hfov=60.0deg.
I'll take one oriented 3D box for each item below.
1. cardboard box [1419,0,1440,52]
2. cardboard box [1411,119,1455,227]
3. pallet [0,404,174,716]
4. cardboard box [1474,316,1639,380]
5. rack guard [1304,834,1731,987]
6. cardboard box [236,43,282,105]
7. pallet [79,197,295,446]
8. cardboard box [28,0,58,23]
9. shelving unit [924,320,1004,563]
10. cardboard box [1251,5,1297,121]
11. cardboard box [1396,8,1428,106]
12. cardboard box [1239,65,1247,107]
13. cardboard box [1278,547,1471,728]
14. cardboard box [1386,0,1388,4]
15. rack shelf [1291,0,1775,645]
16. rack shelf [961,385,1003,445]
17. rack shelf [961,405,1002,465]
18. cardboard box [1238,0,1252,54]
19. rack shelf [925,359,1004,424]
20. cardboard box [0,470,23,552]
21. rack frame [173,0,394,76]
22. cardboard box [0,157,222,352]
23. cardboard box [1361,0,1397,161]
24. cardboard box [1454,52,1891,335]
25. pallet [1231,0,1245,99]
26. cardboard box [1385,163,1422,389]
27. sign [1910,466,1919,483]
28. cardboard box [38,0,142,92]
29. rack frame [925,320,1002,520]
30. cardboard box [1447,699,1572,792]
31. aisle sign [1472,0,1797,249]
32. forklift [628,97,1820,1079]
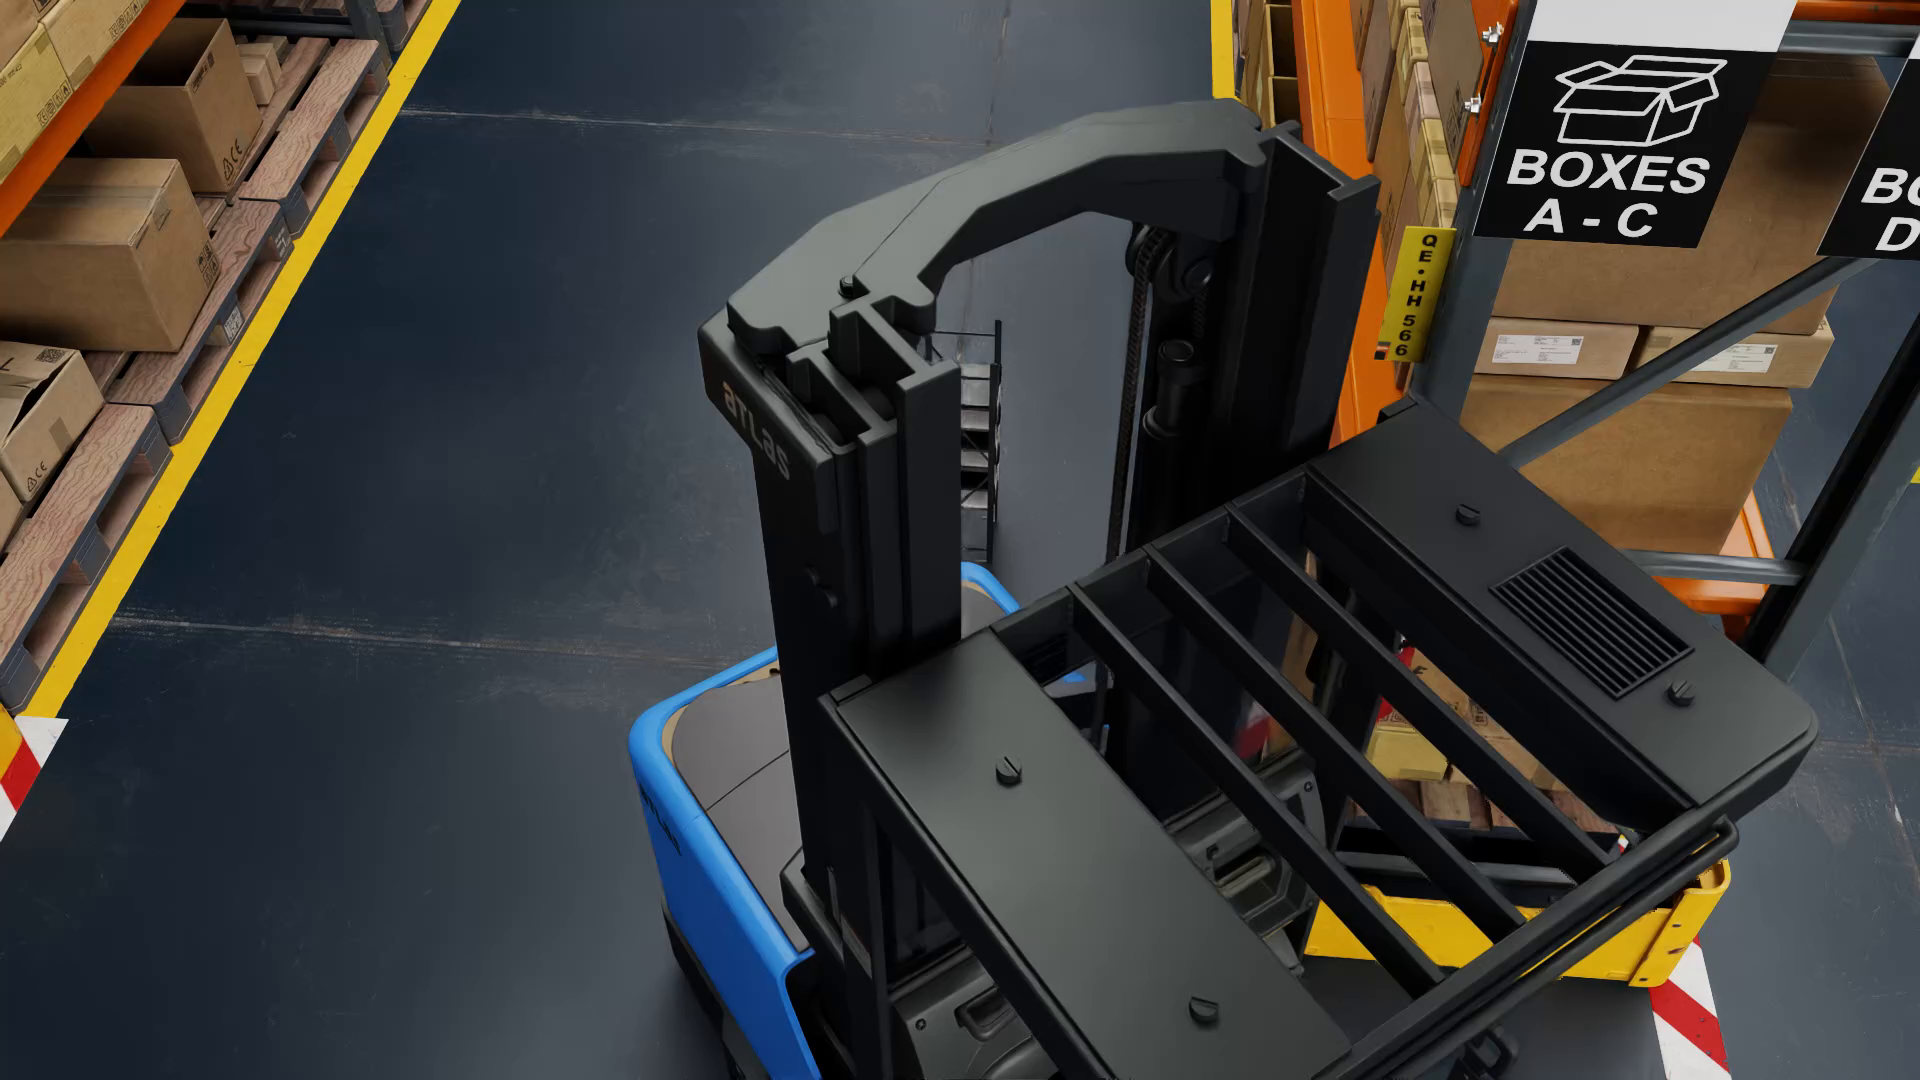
[{"bbox_3d":[1.563,-1.560,4.197,0.700,0.500,0.500,4,48,4],"label":"cardboard box"},{"bbox_3d":[1.306,-0.877,4.012,0.380,0.149,0.250,3,48,3],"label":"cardboard box"},{"bbox_3d":[-3.402,0.010,5.598,1.003,0.211,1.213,4,48,4],"label":"pallet"},{"bbox_3d":[1.260,-0.497,3.664,0.380,0.149,0.250,3,48,3],"label":"cardboard box"},{"bbox_3d":[1.413,0.911,4.578,1.175,0.500,0.348,4,48,4],"label":"rack guard"},{"bbox_3d":[-3.173,-2.017,7.184,0.380,0.166,0.250,-2,48,-2],"label":"cardboard box"},{"bbox_3d":[-3.288,-0.884,6.416,1.003,0.211,1.213,4,48,4],"label":"pallet"},{"bbox_3d":[-3.032,-1.943,5.074,0.500,0.500,0.500,5,48,5],"label":"cardboard box"},{"bbox_3d":[0.001,-0.310,5.423,0.258,0.900,0.210,4,48,4],"label":"shelving unit"},{"bbox_3d":[1.388,-1.669,6.314,0.500,0.500,0.500,4,48,4],"label":"cardboard box"},{"bbox_3d":[1.355,-1.255,4.357,0.380,0.149,0.250,5,48,5],"label":"cardboard box"},{"bbox_3d":[1.436,-1.783,6.927,0.500,0.250,0.500,4,48,4],"label":"cardboard box"},{"bbox_3d":[1.168,0.169,4.634,0.500,0.500,0.500,4,48,4],"label":"cardboard box"},{"bbox_3d":[1.399,-1.637,4.707,0.380,0.149,0.250,3,48,3],"label":"cardboard box"},{"bbox_3d":[1.597,-1.177,5.282,1.077,0.370,4.000,4,48,4],"label":"rack shelf"},{"bbox_3d":[0.001,-0.409,5.315,0.258,0.077,0.200,4,48,4],"label":"rack shelf"},{"bbox_3d":[0.001,-0.348,5.382,0.258,0.077,0.200,4,48,4],"label":"rack shelf"},{"bbox_3d":[1.529,-2.428,7.516,0.500,0.250,0.500,3,48,3],"label":"cardboard box"},{"bbox_3d":[0.001,-0.469,5.249,0.258,0.077,0.200,4,48,4],"label":"rack shelf"},{"bbox_3d":[-3.366,-0.024,5.263,0.500,0.311,0.500,-1,48,-1],"label":"cardboard box"},{"bbox_3d":[-3.154,-3.220,6.662,1.000,3.000,0.127,4,48,4],"label":"rack frame"},{"bbox_3d":[-3.197,-1.043,6.067,0.700,0.500,0.500,1,48,1],"label":"cardboard box"},{"bbox_3d":[1.609,-1.464,4.989,0.700,0.500,0.500,5,48,5],"label":"cardboard box"},{"bbox_3d":[1.475,-0.803,3.505,0.700,0.500,0.500,4,48,4],"label":"cardboard box"},{"bbox_3d":[1.808,-2.493,7.887,1.003,0.211,1.213,4,48,4],"label":"pallet"},{"bbox_3d":[1.514,-0.713,4.301,0.700,0.500,0.500,5,48,5],"label":"cardboard box"},{"bbox_3d":[1.967,-0.228,3.285,0.100,0.325,0.005,4,48,4],"label":"sign"},{"bbox_3d":[-3.024,-1.702,5.362,0.500,0.250,0.500,4,48,4],"label":"cardboard box"},{"bbox_3d":[0.010,-0.384,5.492,0.240,0.900,0.006,4,48,4],"label":"rack frame"},{"bbox_3d":[1.686,0.457,4.878,0.500,0.250,0.500,4,48,4],"label":"cardboard box"},{"bbox_3d":[1.117,-0.799,2.687,0.394,0.787,0.004,4,48,4],"label":"aisle sign"},{"bbox_3d":[0.432,0.869,2.969,1.130,2.935,3.031,-26,53,-22],"label":"forklift"}]
